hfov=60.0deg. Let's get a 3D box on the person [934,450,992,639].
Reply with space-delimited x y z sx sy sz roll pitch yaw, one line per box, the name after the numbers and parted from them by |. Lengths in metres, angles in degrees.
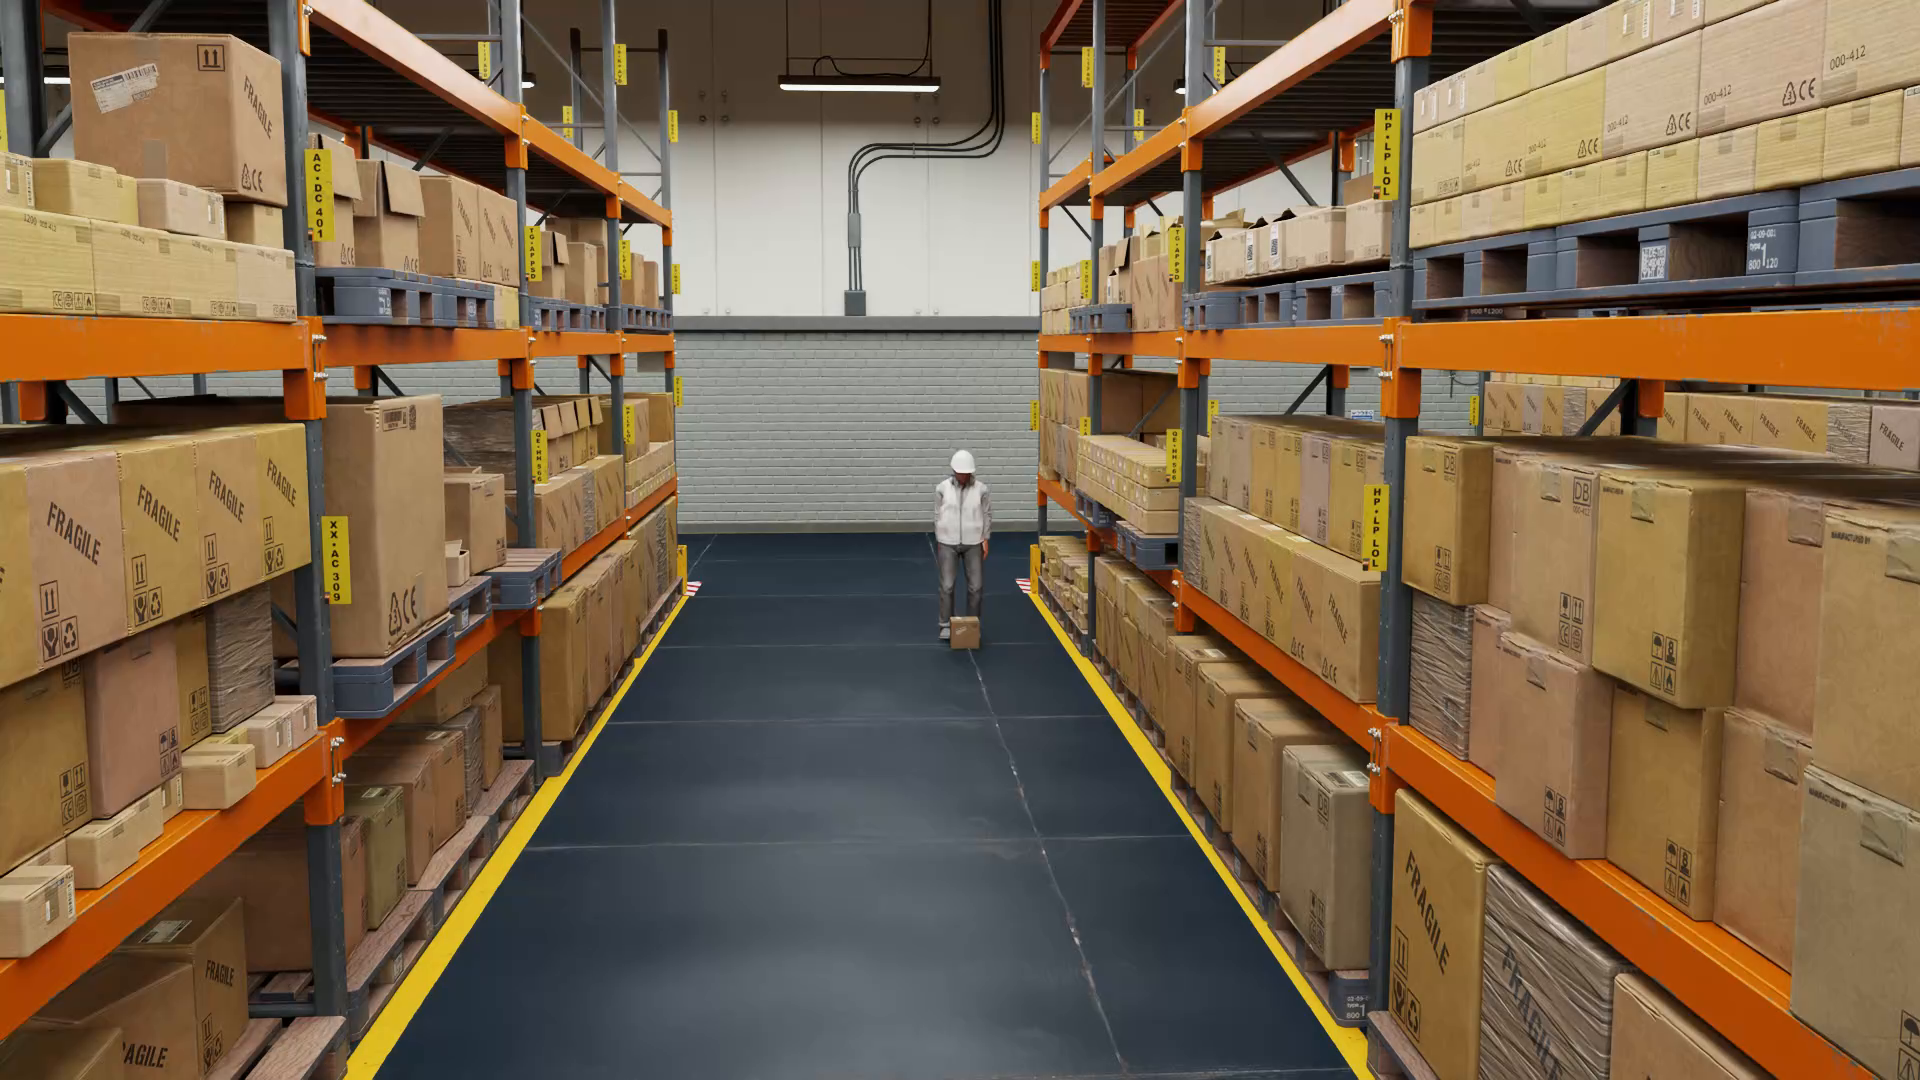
0.028 0.040 15.408 0.540 1.759 0.389 0 7 -3 | person
